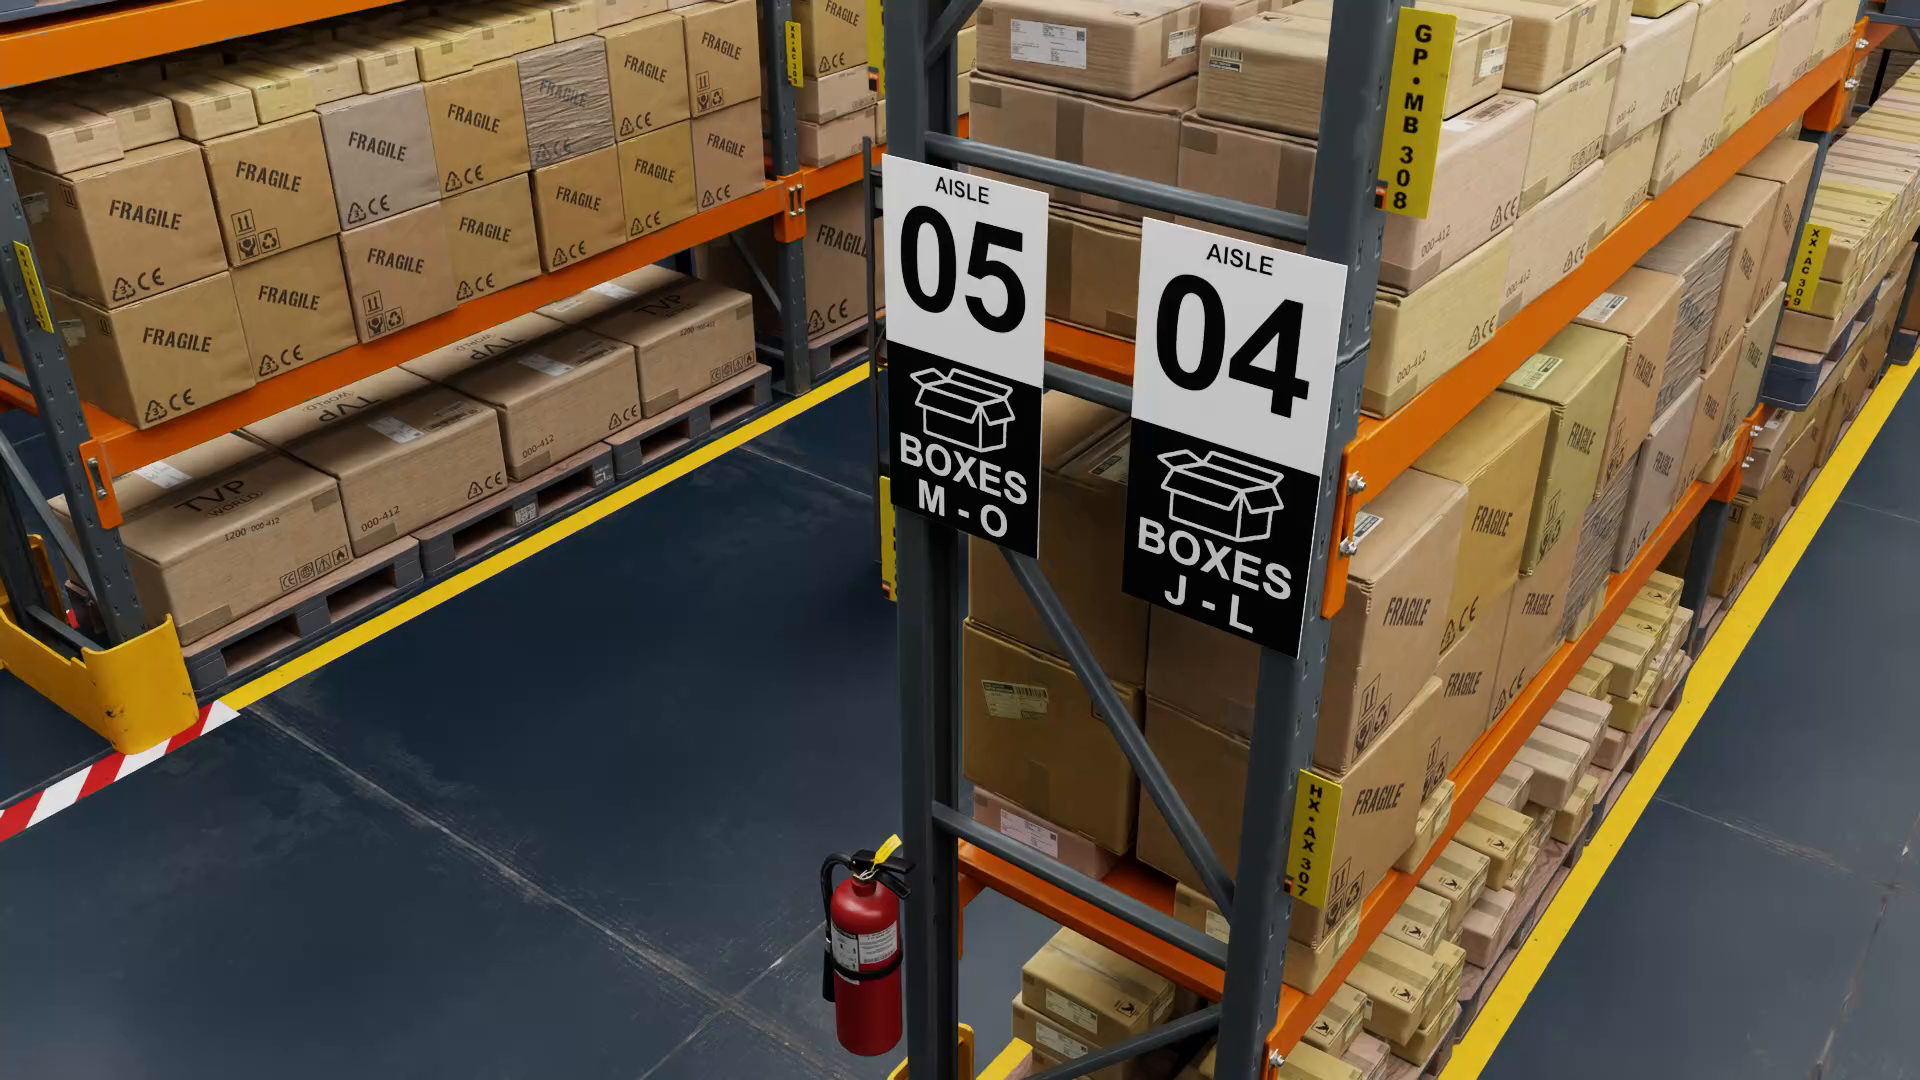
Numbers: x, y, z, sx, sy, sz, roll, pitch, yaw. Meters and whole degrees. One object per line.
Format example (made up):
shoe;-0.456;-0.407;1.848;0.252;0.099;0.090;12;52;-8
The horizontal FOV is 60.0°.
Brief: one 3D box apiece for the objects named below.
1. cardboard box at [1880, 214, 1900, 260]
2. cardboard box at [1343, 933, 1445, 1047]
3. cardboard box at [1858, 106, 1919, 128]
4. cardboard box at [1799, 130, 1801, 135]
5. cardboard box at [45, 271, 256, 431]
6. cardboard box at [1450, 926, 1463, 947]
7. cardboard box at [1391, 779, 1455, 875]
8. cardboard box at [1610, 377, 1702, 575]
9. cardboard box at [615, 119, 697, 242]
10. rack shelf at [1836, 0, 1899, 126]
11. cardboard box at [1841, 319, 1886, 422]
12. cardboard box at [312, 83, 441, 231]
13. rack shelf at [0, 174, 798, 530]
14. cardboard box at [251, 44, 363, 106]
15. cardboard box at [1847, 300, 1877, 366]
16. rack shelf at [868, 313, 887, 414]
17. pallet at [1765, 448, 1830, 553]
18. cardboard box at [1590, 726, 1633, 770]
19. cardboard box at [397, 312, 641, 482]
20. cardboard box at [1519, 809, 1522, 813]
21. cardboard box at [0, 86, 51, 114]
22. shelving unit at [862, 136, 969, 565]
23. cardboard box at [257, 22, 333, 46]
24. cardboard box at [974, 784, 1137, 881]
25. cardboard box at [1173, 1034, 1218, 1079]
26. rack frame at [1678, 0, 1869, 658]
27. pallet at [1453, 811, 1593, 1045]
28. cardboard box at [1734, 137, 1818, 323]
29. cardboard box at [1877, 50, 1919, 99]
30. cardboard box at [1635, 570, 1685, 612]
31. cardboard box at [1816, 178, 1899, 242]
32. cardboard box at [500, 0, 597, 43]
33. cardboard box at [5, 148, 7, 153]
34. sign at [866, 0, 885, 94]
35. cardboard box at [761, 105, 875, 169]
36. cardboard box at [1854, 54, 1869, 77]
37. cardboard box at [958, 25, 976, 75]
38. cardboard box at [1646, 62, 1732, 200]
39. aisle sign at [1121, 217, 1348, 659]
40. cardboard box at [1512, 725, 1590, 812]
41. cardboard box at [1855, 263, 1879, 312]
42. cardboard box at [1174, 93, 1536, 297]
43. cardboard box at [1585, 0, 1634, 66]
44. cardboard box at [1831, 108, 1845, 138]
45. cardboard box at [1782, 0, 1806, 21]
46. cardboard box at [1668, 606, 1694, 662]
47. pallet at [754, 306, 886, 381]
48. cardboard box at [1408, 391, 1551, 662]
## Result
cardboard box;3.774;-1.340;7.111;0.380;0.149;0.250;19;36;29
cardboard box;1.200;1.292;4.929;0.380;0.149;0.250;21;37;31
cardboard box;4.405;-1.893;7.753;0.380;0.149;0.250;23;38;34
cardboard box;4.042;-2.071;8.346;0.380;0.149;0.250;21;37;31
cardboard box;-3.201;-0.810;6.576;0.500;0.500;0.500;21;36;31
cardboard box;1.416;1.316;5.472;0.380;0.149;0.250;21;37;31
cardboard box;1.071;0.690;4.389;0.380;0.149;0.250;20;36;30
cardboard box;2.020;-0.279;5.388;0.500;0.500;0.500;21;37;31
cardboard box;-1.687;-1.851;8.333;0.500;0.500;0.500;20;36;30
rack shelf;3.910;-2.598;7.454;1.077;0.370;4.000;21;37;31
cardboard box;4.612;-0.977;8.996;0.500;0.500;0.500;23;38;33
cardboard box;-2.592;-1.665;7.038;0.500;0.500;0.500;21;36;31
rack shelf;-2.512;-1.164;7.977;1.077;0.370;4.000;21;37;31
cardboard box;-2.674;-1.906;6.808;0.380;0.149;0.250;22;37;32
cardboard box;4.298;-1.088;8.449;0.500;0.250;0.500;22;37;32
rack shelf;-0.100;-0.824;7.608;0.431;0.518;0.480;21;37;31
pallet;3.908;-0.419;8.750;1.003;0.211;1.213;21;37;31
cardboard box;2.406;0.714;6.488;0.380;0.149;0.250;20;36;30
cardboard box;-2.309;-0.778;8.722;0.875;0.438;0.875;20;36;30
cardboard box;1.724;0.948;5.801;0.380;0.149;0.250;23;38;33
cardboard box;-3.662;-1.620;6.326;0.380;0.149;0.250;22;37;32
shelving unit;-0.100;-0.836;7.601;0.431;2.100;0.503;21;37;31
cardboard box;-2.936;-2.155;7.230;0.380;0.149;0.250;22;37;32
cardboard box;0.260;0.711;4.355;0.380;0.149;0.250;21;37;31
cardboard box;0.809;1.606;4.690;0.380;0.149;0.250;23;38;33
rack frame;2.703;-0.804;6.664;1.000;3.000;0.127;21;37;31
pallet;1.589;1.178;6.056;1.003;0.211;1.213;21;37;31
cardboard box;2.635;-1.130;5.845;0.500;0.500;0.500;20;36;30
cardboard box;5.604;-2.572;9.550;0.500;0.500;0.500;22;37;32
cardboard box;2.695;0.211;6.753;0.380;0.149;0.250;22;37;33
cardboard box;3.628;-1.369;6.869;0.380;0.149;0.250;21;37;32
cardboard box;-1.902;-2.422;7.679;0.380;0.149;0.250;21;36;31
cardboard box;-3.618;-1.403;6.596;0.500;0.500;0.500;22;37;33
sign;-0.142;-1.028;3.232;0.100;0.325;0.005;21;37;31
cardboard box;-0.829;-2.319;9.368;0.500;0.250;0.500;20;36;30
cardboard box;4.681;-2.628;8.993;0.380;0.149;0.250;21;37;31
cardboard box;-0.196;-2.946;9.936;0.500;0.250;0.500;22;37;32
cardboard box;1.705;-1.140;4.436;0.500;0.250;0.500;21;37;31
aisle sign;0.483;-0.174;3.052;0.394;0.787;0.004;21;37;31
cardboard box;1.967;0.764;5.820;0.380;0.149;0.250;20;36;30
cardboard box;3.624;-1.110;7.015;0.380;0.149;0.250;21;37;32
cardboard box;0.766;-0.721;3.240;0.500;0.250;0.500;22;37;32
cardboard box;1.203;-1.136;3.549;0.380;0.149;0.250;22;37;32
cardboard box;4.524;-2.273;8.978;0.380;0.149;0.250;23;38;34
cardboard box;2.303;-1.771;5.010;0.500;0.250;0.500;19;36;29
cardboard box;2.766;0.340;6.827;0.380;0.149;0.250;22;37;32
pallet;-0.899;-1.423;10.444;1.003;0.211;1.213;21;37;31
cardboard box;1.070;-0.087;4.084;0.500;0.500;0.500;22;37;33
